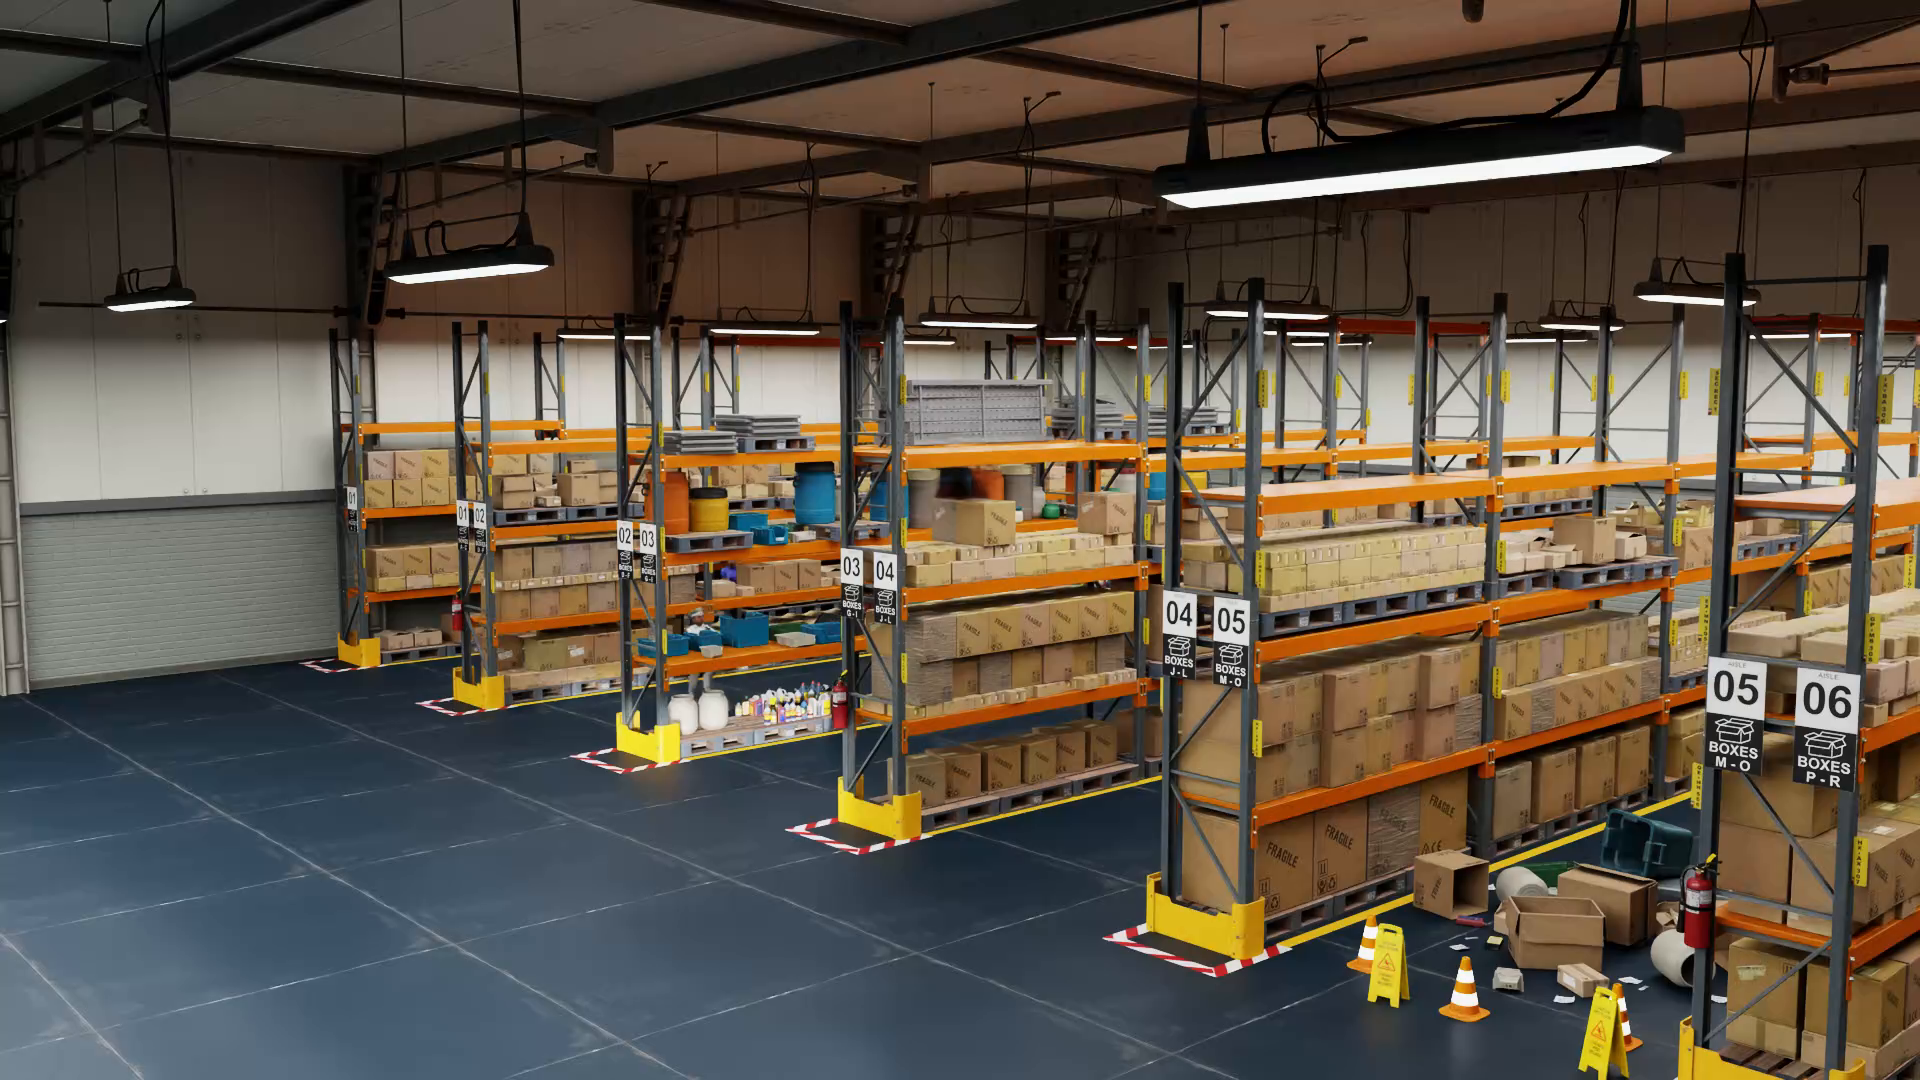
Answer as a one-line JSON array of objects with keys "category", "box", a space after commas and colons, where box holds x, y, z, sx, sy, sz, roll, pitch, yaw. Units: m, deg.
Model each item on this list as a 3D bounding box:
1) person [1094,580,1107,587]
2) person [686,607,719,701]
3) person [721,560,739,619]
[{"category": "person", "box": [2.664, 1.210, 31.582, 0.498, 1.709, 0.479, -3, 6, -29]}, {"category": "person", "box": [-3.885, 1.865, 25.117, 0.517, 1.711, 0.499, 0, 6, -4]}, {"category": "person", "box": [-4.495, 1.110, 32.824, 0.482, 1.669, 0.372, -5, 7, -40]}]
